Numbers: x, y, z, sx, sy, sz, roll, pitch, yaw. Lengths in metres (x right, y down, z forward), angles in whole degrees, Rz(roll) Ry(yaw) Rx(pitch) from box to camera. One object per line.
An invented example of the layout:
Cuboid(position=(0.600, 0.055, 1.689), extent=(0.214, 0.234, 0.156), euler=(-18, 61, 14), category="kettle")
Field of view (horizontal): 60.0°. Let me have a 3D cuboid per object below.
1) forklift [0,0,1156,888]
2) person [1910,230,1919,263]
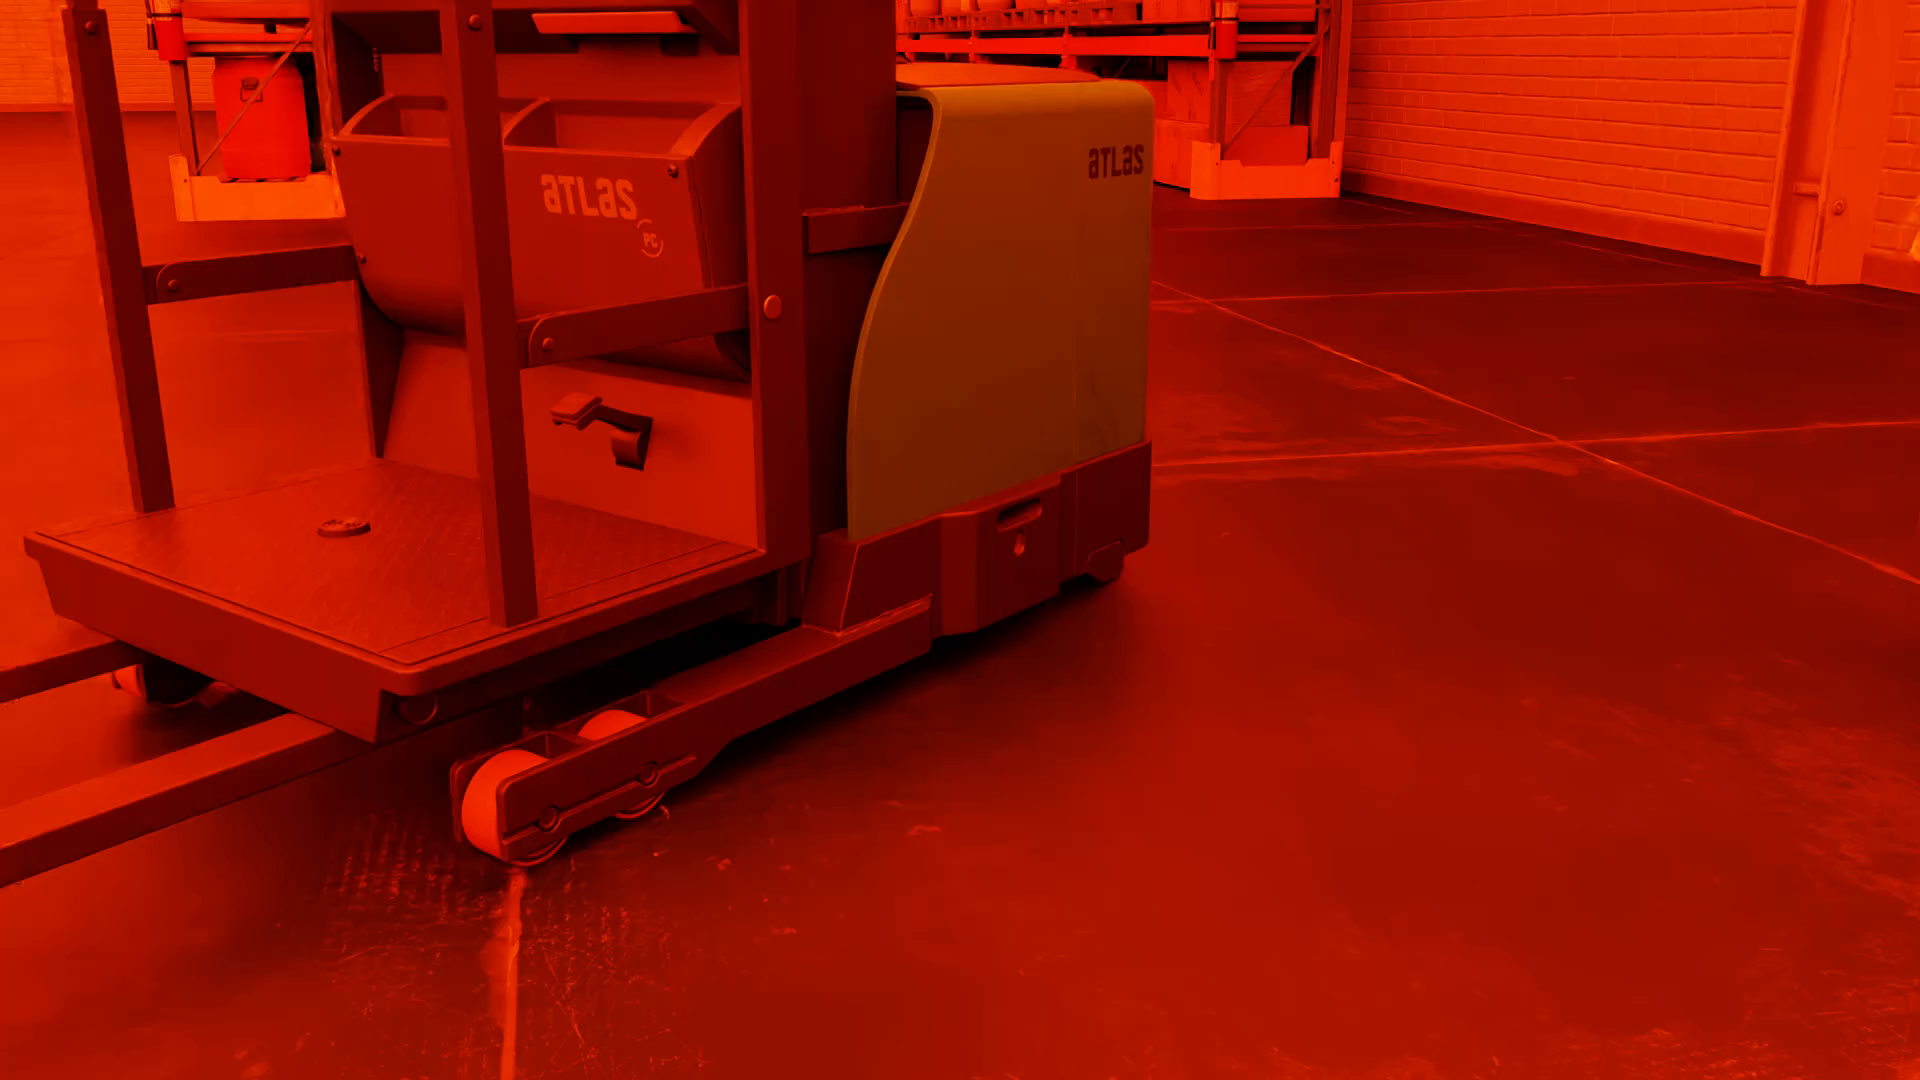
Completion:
Cuboid(position=(-0.865, -1.088, 2.531), extent=(1.130, 2.935, 3.031), euler=(12, 20, 35), category="forklift")
Cuboid(position=(2.144, -0.454, 2.734), extent=(0.925, 1.652, 0.567), euler=(1, 17, 3), category="person")
